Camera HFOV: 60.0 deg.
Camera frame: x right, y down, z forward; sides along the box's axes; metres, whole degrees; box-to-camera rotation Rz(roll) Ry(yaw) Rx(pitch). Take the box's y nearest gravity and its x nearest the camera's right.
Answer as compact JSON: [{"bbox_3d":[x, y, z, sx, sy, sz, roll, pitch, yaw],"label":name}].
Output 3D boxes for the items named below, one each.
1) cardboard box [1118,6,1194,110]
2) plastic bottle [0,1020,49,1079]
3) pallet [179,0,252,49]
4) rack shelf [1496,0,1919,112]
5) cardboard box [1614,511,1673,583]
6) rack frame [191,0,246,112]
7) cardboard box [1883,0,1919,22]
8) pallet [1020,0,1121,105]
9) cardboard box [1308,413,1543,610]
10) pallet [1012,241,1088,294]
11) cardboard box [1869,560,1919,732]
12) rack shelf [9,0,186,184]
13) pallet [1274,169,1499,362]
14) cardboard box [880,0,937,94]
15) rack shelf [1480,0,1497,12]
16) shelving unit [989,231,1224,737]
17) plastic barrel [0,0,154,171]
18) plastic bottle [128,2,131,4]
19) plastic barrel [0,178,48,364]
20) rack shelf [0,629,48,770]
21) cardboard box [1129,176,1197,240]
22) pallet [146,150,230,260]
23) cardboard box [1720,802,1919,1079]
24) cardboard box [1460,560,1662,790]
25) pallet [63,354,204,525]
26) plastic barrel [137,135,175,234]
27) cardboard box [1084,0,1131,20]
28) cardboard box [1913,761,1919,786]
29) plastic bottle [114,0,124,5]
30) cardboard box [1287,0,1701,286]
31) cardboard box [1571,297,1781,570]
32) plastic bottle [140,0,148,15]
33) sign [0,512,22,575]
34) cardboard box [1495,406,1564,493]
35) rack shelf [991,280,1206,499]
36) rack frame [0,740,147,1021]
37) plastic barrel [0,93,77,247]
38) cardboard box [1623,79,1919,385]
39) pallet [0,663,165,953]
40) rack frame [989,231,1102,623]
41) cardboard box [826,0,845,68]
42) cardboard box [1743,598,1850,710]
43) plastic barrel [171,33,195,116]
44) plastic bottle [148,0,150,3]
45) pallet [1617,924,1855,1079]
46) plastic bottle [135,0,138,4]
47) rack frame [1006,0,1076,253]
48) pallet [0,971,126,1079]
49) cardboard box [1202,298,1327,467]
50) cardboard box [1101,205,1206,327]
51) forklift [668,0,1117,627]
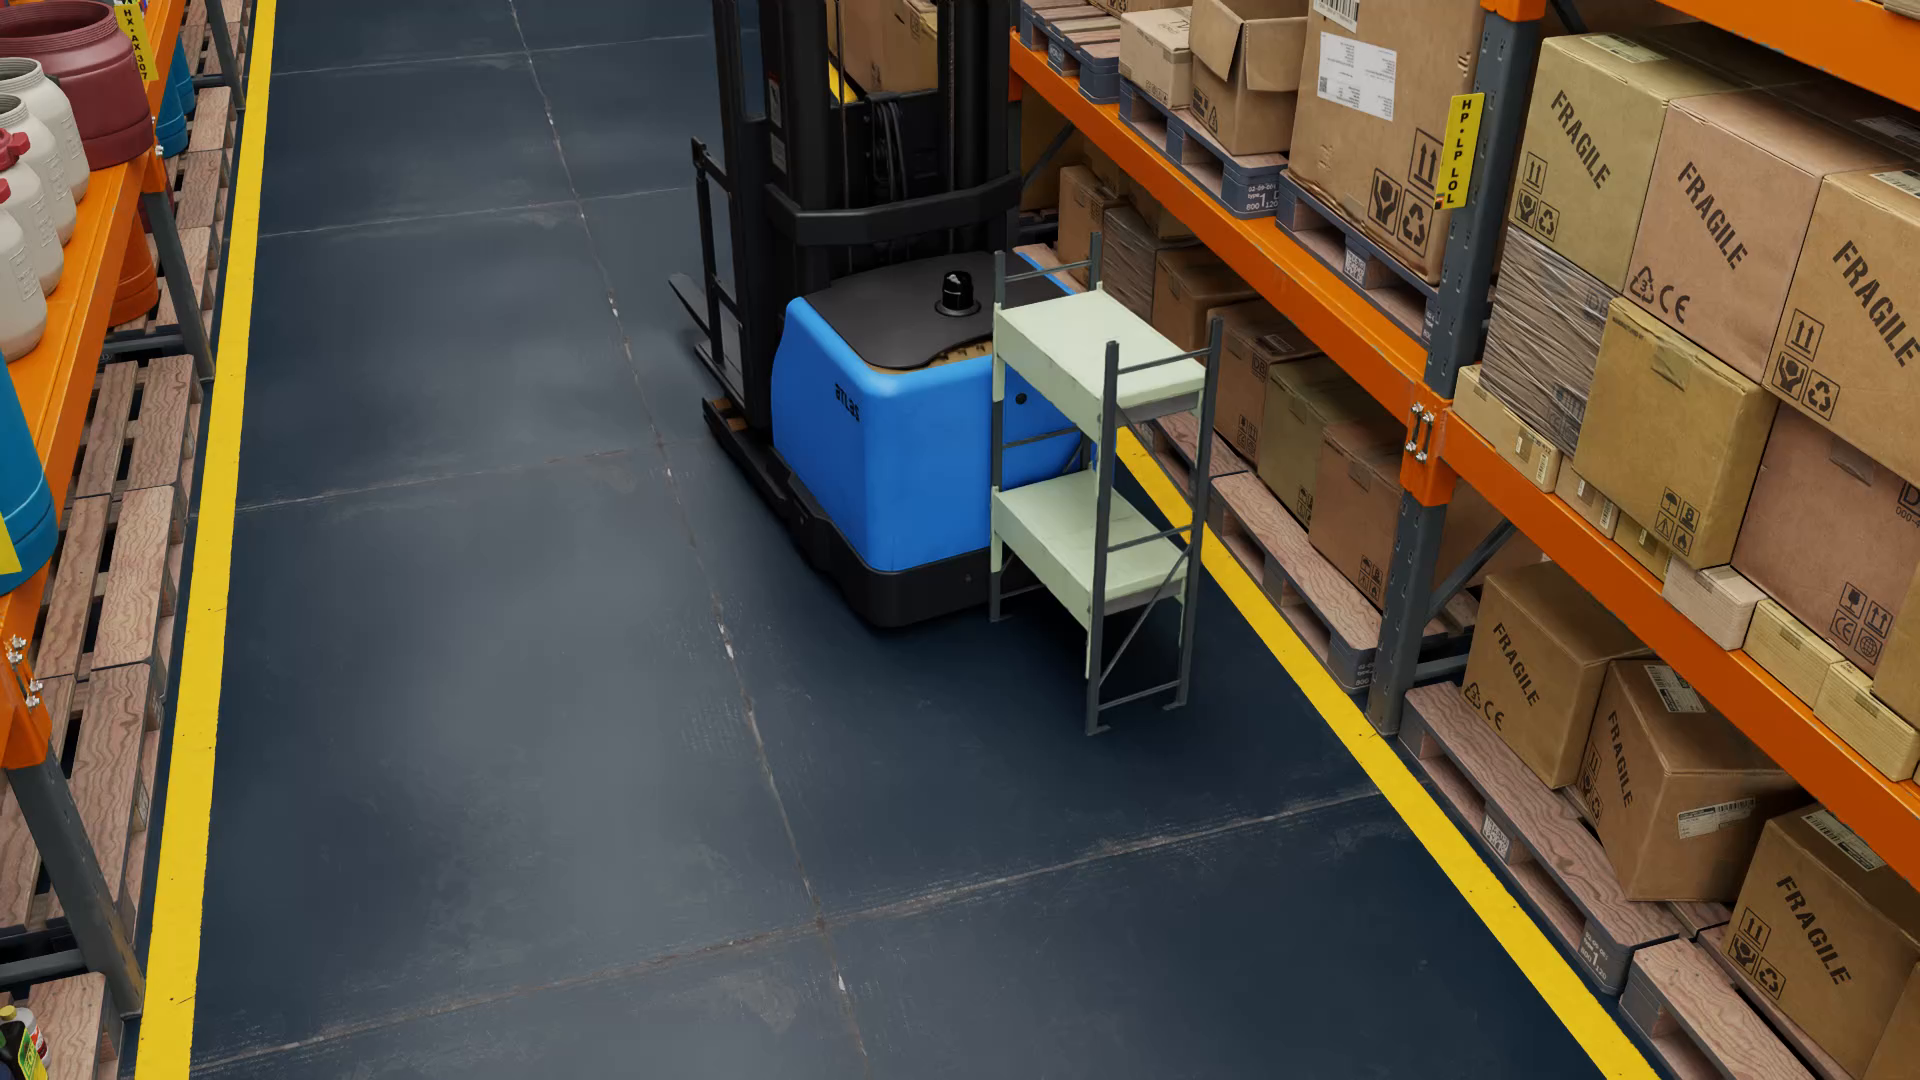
[{"bbox_3d":[0.979,-1.979,6.779,0.500,0.250,0.500,-11,35,-16],"label":"cardboard box"},{"bbox_3d":[-2.349,1.295,4.134,0.061,0.283,0.133,-8,34,-12],"label":"plastic bottle"},{"bbox_3d":[-5.887,-3.910,12.475,1.003,0.211,1.213,-10,35,-15],"label":"pallet"},{"bbox_3d":[2.517,-0.586,2.848,1.077,0.370,4.000,-10,35,-15],"label":"rack shelf"},{"bbox_3d":[1.938,-0.027,4.298,0.380,0.149,0.250,-10,35,-15],"label":"cardboard box"},{"bbox_3d":[-5.250,-4.052,10.161,1.000,3.000,0.127,-10,35,-15],"label":"rack frame"},{"bbox_3d":[2.108,-1.055,3.041,0.500,0.250,0.500,-11,35,-17],"label":"cardboard box"},{"bbox_3d":[1.006,-2.349,7.757,1.213,0.211,1.003,-10,35,-15],"label":"pallet"},{"bbox_3d":[1.741,-0.151,6.127,0.700,0.500,0.500,-13,36,-18],"label":"cardboard box"},{"bbox_3d":[0.924,-1.211,8.391,1.003,0.211,1.213,-10,35,-15],"label":"pallet"},{"bbox_3d":[2.466,0.180,3.397,0.875,0.500,0.500,-10,35,-15],"label":"cardboard box"},{"bbox_3d":[-4.640,-2.702,8.771,1.077,0.370,4.000,-10,35,-15],"label":"rack shelf"},{"bbox_3d":[1.813,-1.030,5.763,1.003,0.211,1.213,-10,35,-15],"label":"pallet"},{"bbox_3d":[0.232,-2.909,9.977,1.225,0.875,0.875,-10,35,-15],"label":"cardboard box"},{"bbox_3d":[1.297,-2.686,6.026,1.077,0.370,4.000,-10,35,-15],"label":"rack shelf"},{"bbox_3d":[0.455,-0.183,5.666,0.431,1.500,0.755,-15,36,-22],"label":"shelving unit"},{"bbox_3d":[-3.600,-1.816,6.654,0.600,0.536,0.708,-10,35,-15],"label":"plastic barrel"},{"bbox_3d":[-4.045,-2.529,8.037,0.097,0.201,0.097,0,33,0],"label":"plastic bottle"},{"bbox_3d":[-3.116,-0.833,5.166,0.433,0.535,0.433,0,33,0],"label":"plastic barrel"},{"bbox_3d":[-2.199,1.498,2.414,1.077,0.370,4.000,-10,35,-15],"label":"rack shelf"},{"bbox_3d":[1.092,-1.615,7.661,0.500,0.250,0.500,-6,34,-9],"label":"cardboard box"},{"bbox_3d":[-4.678,-1.835,9.335,1.003,0.211,1.213,-10,35,-15],"label":"pallet"},{"bbox_3d":[2.437,1.012,4.384,0.500,0.500,0.500,-13,36,-19],"label":"cardboard box"},{"bbox_3d":[1.991,0.400,5.311,0.500,0.500,0.500,-11,35,-16],"label":"cardboard box"},{"bbox_3d":[-3.830,-0.375,7.126,1.003,0.211,1.213,-10,35,-15],"label":"pallet"},{"bbox_3d":[-4.540,-1.968,8.814,0.600,0.588,0.708,-10,35,-15],"label":"plastic barrel"},{"bbox_3d":[0.890,-2.725,7.681,0.500,0.500,0.500,-14,36,-21],"label":"cardboard box"},{"bbox_3d":[2.276,0.492,3.512,0.380,0.149,0.250,-10,35,-15],"label":"cardboard box"},{"bbox_3d":[-3.995,-2.425,7.811,0.152,0.276,0.135,-10,35,-15],"label":"plastic bottle"},{"bbox_3d":[1.798,-1.551,5.451,1.000,1.000,1.000,-10,35,-14],"label":"cardboard box"},{"bbox_3d":[2.105,-0.335,4.176,0.875,0.500,0.500,-10,35,-15],"label":"cardboard box"},{"bbox_3d":[-4.163,-2.799,8.371,0.061,0.283,0.133,-10,35,-15],"label":"plastic bottle"},{"bbox_3d":[-2.282,-0.054,3.860,0.100,0.325,0.005,-10,35,-15],"label":"sign"},{"bbox_3d":[1.750,-0.283,4.685,0.380,0.149,0.250,-10,35,-15],"label":"cardboard box"},{"bbox_3d":[0.455,-0.509,5.451,0.431,0.370,0.720,-15,36,-22],"label":"rack shelf"},{"bbox_3d":[-2.810,0.148,3.805,1.000,3.000,0.127,-10,35,-15],"label":"rack frame"},{"bbox_3d":[-3.384,-1.273,5.855,0.421,0.512,0.421,0,33,0],"label":"plastic barrel"},{"bbox_3d":[1.956,-0.726,3.861,0.500,0.500,0.500,-10,35,-15],"label":"cardboard box"},{"bbox_3d":[-3.086,0.906,5.188,1.003,0.211,1.213,-10,35,-15],"label":"pallet"},{"bbox_3d":[0.294,-0.364,5.941,0.400,1.500,0.023,-15,36,-22],"label":"rack frame"},{"bbox_3d":[-0.319,-3.841,11.388,1.225,0.875,0.875,-10,35,-15],"label":"cardboard box"},{"bbox_3d":[2.091,0.236,3.900,0.380,0.149,0.250,-10,35,-15],"label":"cardboard box"},{"bbox_3d":[-5.100,-3.063,10.187,0.600,0.901,0.708,-10,35,-15],"label":"plastic barrel"},{"bbox_3d":[-4.277,-2.910,8.545,0.152,0.276,0.135,-10,35,-15],"label":"plastic bottle"},{"bbox_3d":[2.522,1.467,4.338,1.003,0.211,1.213,-10,35,-15],"label":"pallet"},{"bbox_3d":[-4.115,-2.679,8.201,0.097,0.271,0.097,0,33,0],"label":"plastic bottle"},{"bbox_3d":[0.687,-2.785,8.244,1.000,3.000,0.127,-10,35,-15],"label":"rack frame"},{"bbox_3d":[-2.644,1.671,4.029,1.003,0.211,1.213,-10,35,-15],"label":"pallet"},{"bbox_3d":[1.442,-0.699,6.955,0.700,0.500,0.500,-13,36,-19],"label":"cardboard box"},{"bbox_3d":[1.092,-1.288,7.847,0.700,0.500,0.500,-13,36,-19],"label":"cardboard box"},{"bbox_3d":[-0.498,-1.697,6.659,1.130,2.935,3.031,-15,36,-22],"label":"forklift"}]
